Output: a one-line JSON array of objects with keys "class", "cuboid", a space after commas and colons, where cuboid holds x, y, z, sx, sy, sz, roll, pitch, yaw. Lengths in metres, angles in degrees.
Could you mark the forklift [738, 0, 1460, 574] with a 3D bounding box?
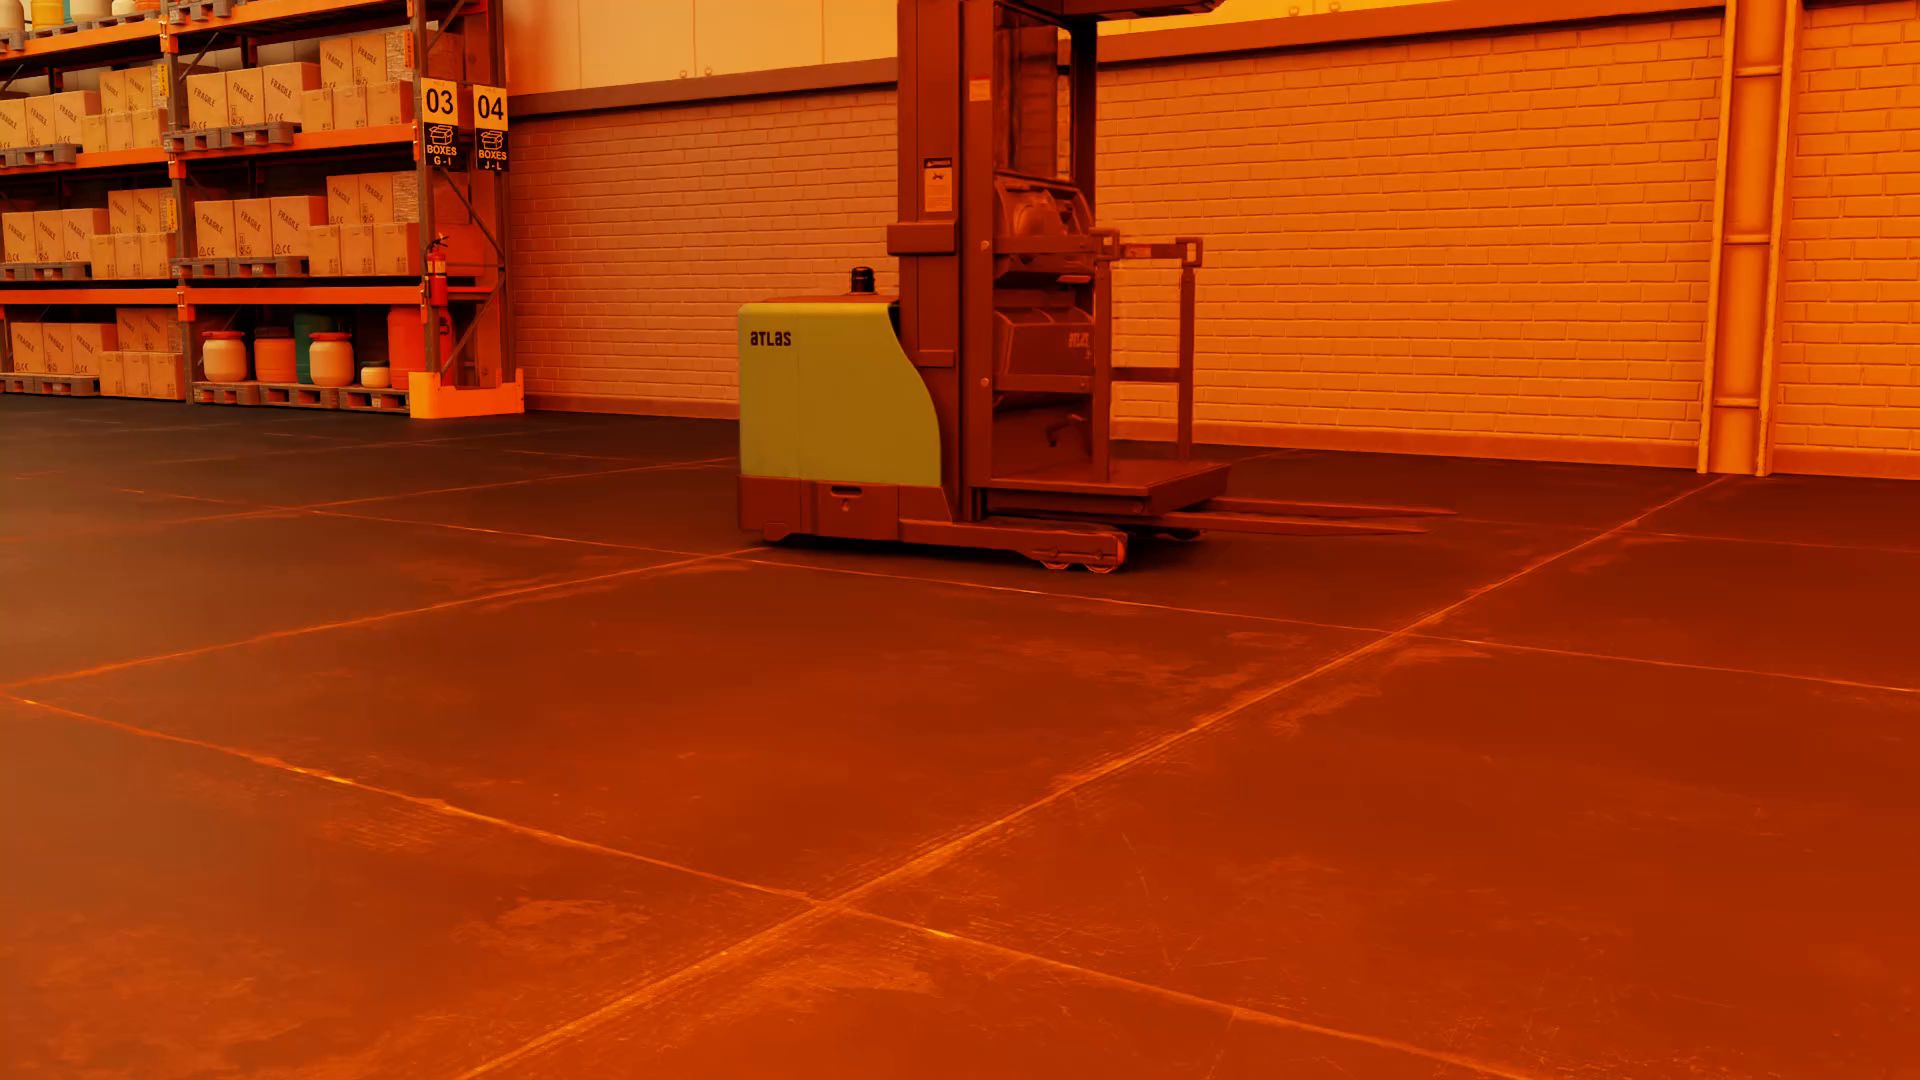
[{"class": "forklift", "cuboid": [0.553, -1.399, 7.034, 3.031, 2.935, 1.130, 4, 9, 27]}]
